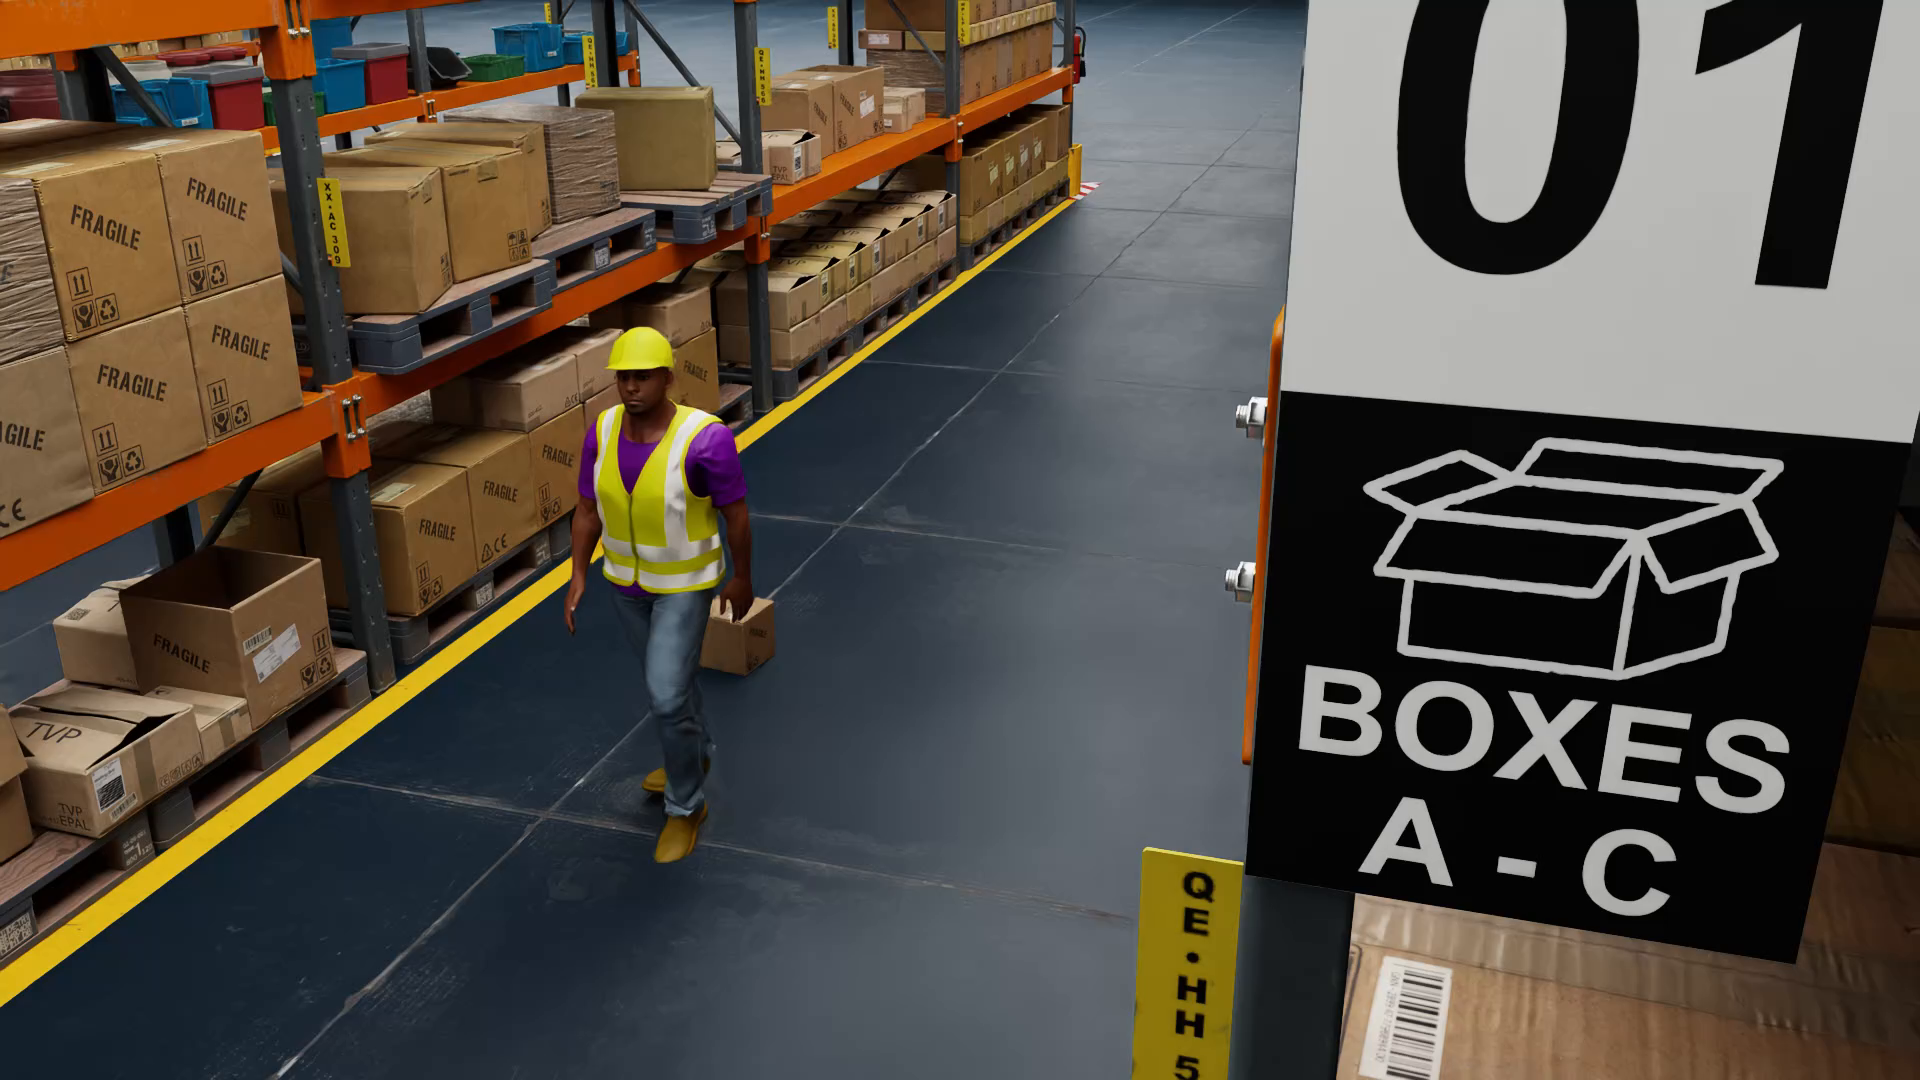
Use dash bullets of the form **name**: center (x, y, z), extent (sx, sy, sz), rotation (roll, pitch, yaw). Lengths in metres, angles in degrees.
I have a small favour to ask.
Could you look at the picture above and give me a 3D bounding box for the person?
- **person**: center (-1.022, 0.175, 5.653), extent (0.573, 1.830, 0.607), rotation (10, 24, 24)
